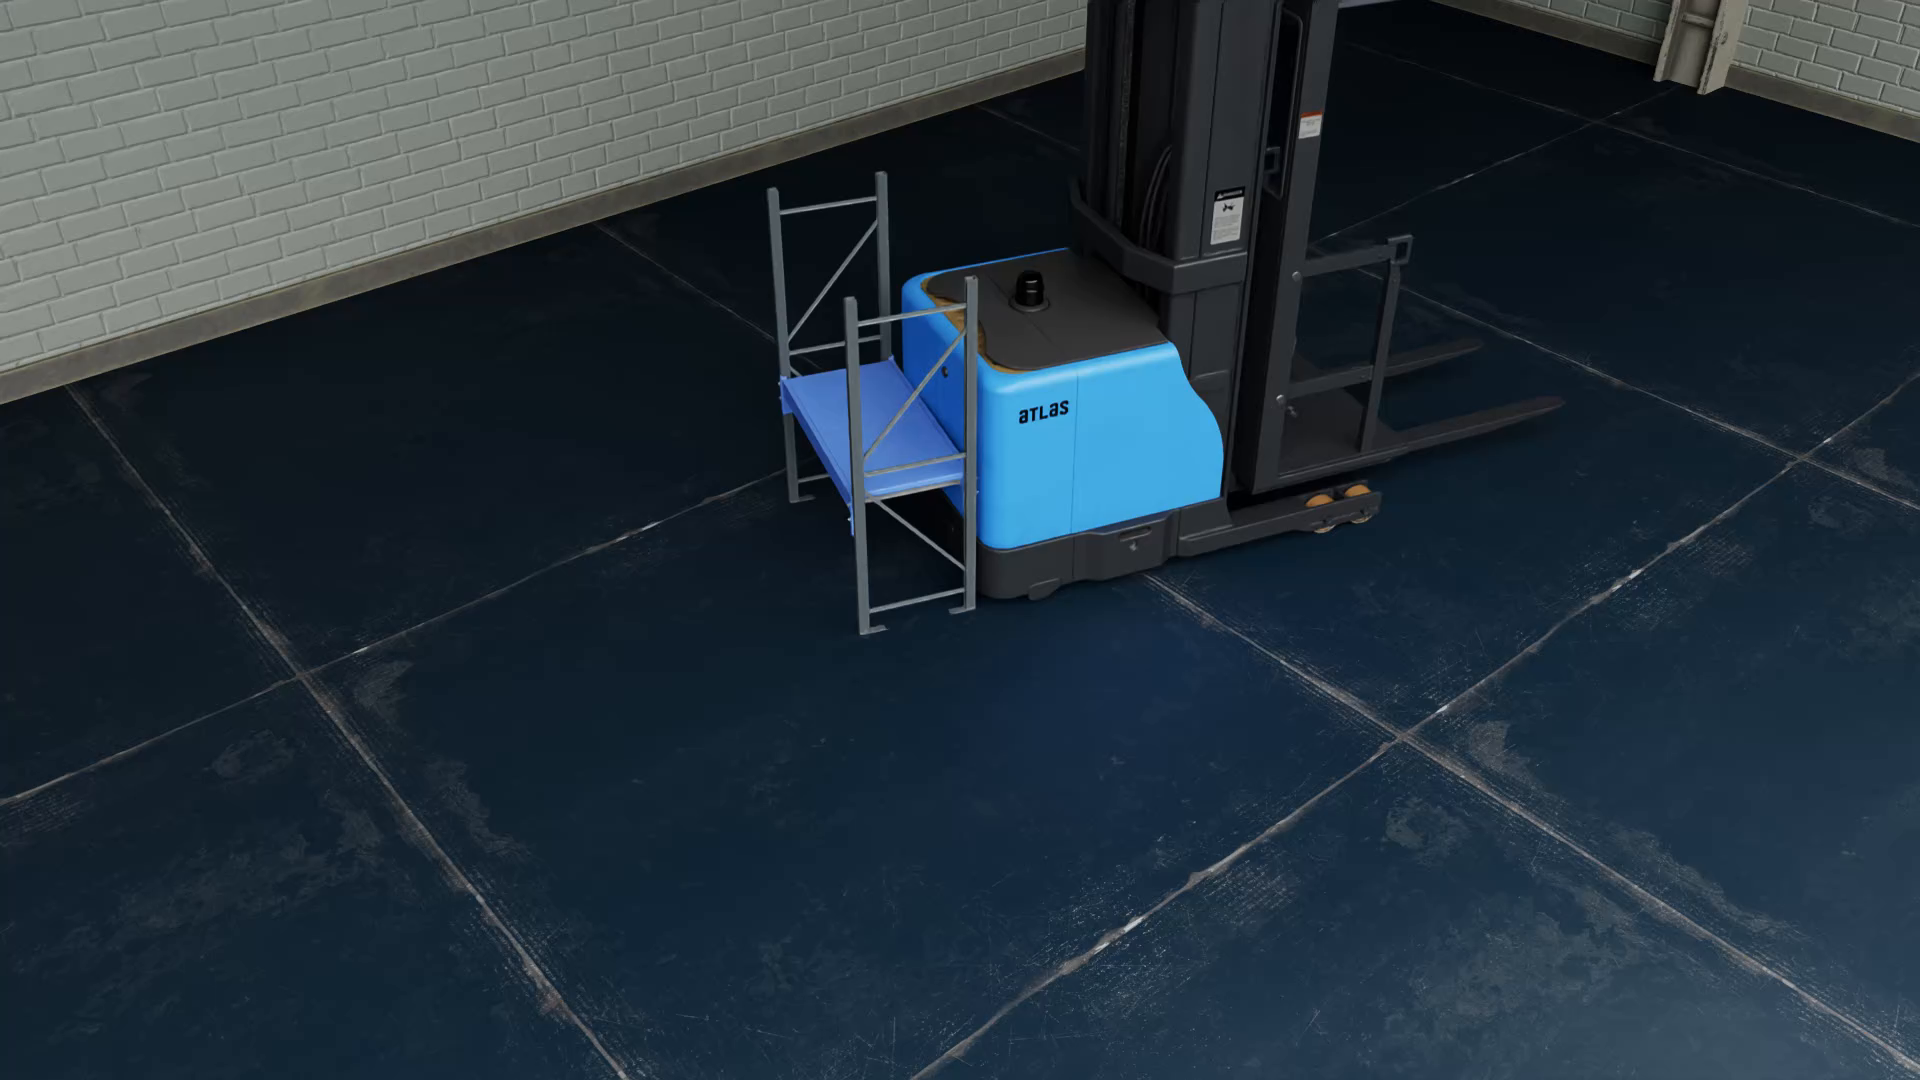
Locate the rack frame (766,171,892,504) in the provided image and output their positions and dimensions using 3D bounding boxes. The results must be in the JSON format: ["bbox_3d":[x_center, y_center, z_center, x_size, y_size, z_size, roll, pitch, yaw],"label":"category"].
[{"bbox_3d":[-0.535,-0.833,7.129,0.500,1.500,0.032,-12,37,-17],"label":"rack frame"}]

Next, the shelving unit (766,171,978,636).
[{"bbox_3d":[-0.355,-0.559,6.741,0.538,1.500,1.048,-12,37,-17],"label":"shelving unit"}]

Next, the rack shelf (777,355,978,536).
[{"bbox_3d":[-0.355,-0.412,6.845,0.538,0.185,1.000,-12,37,-17],"label":"rack shelf"}]

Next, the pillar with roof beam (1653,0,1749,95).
[{"bbox_3d":[1.912,-5.332,6.993,9.100,9.000,0.400,-26,43,-32],"label":"pillar with roof beam"}]

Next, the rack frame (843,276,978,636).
[{"bbox_3d":[-0.174,-0.284,6.353,0.500,1.500,0.032,-12,37,-17],"label":"rack frame"}]

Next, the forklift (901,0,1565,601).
[{"bbox_3d":[1.307,-1.494,6.824,3.031,2.935,1.130,-14,38,-18],"label":"forklift"}]
